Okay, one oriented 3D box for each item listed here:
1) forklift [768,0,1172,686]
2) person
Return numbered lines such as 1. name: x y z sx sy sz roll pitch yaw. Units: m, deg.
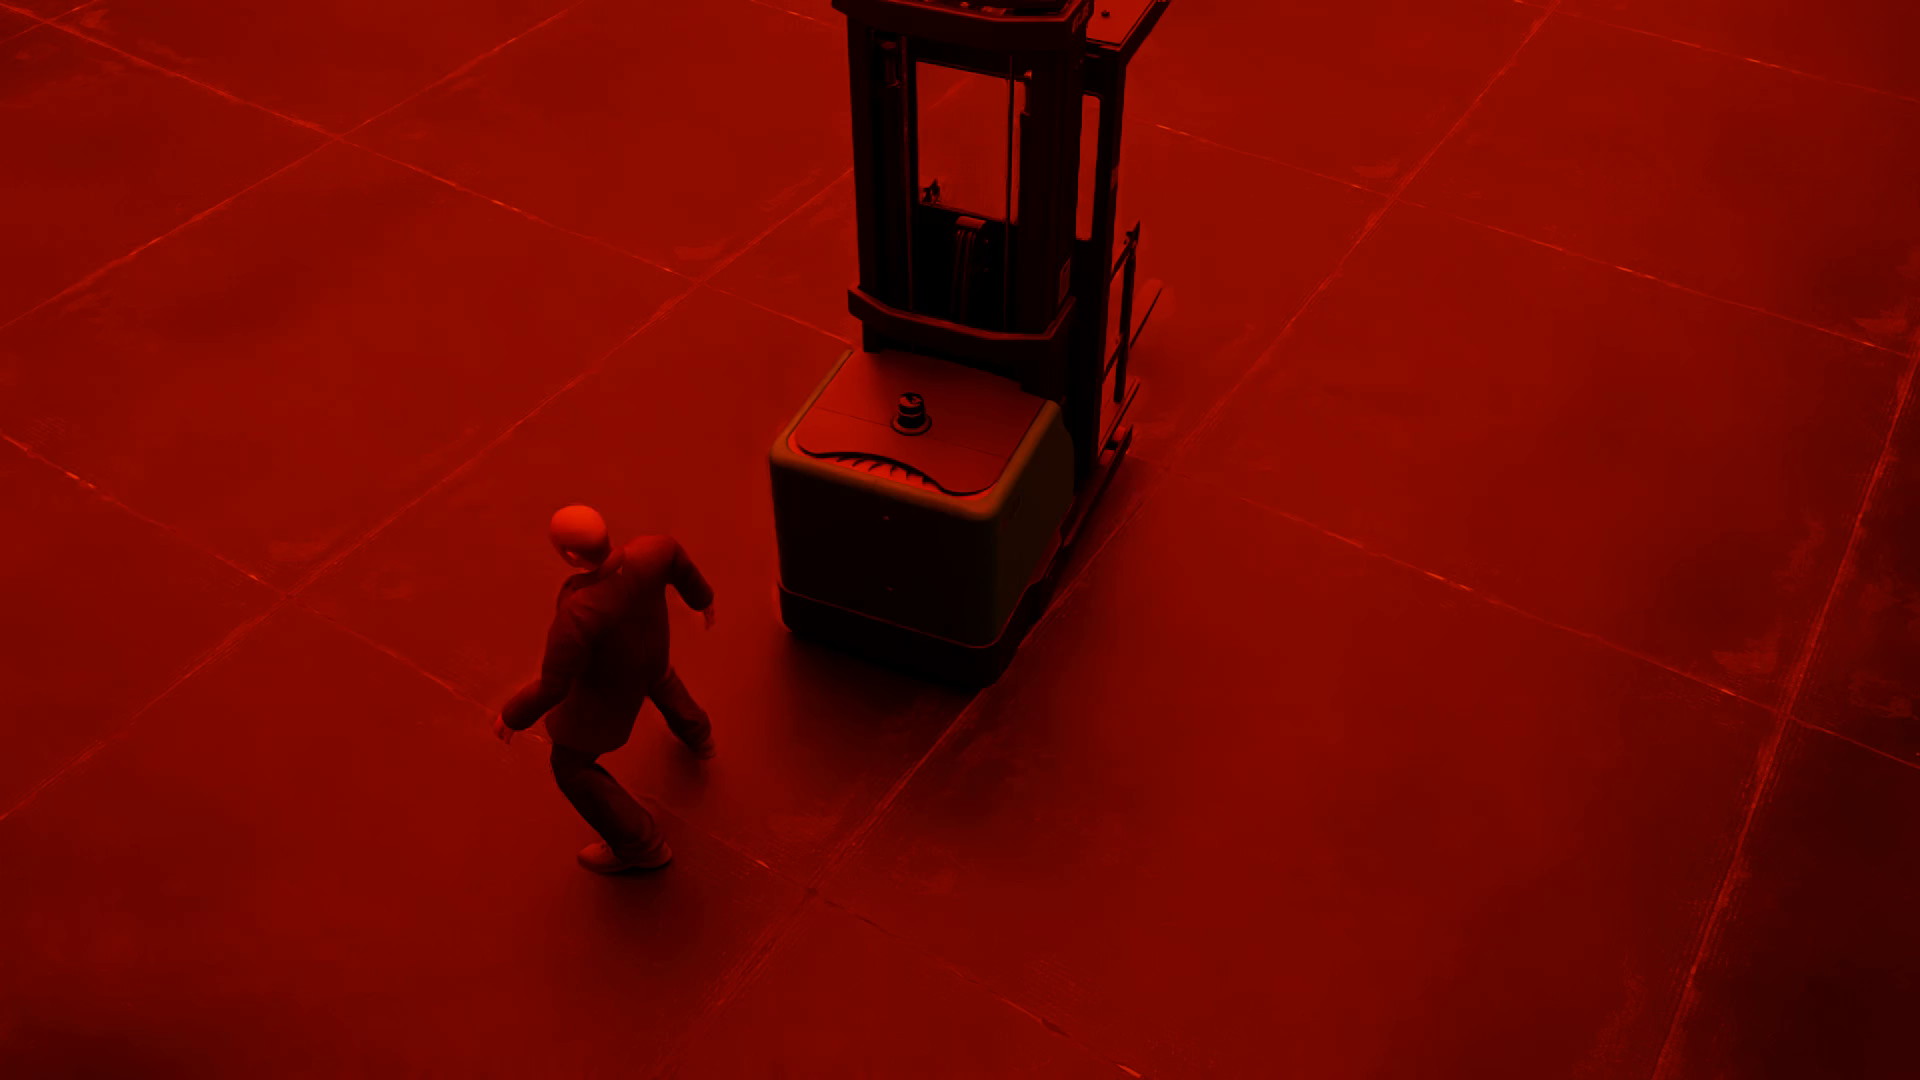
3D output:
1. forklift: 0.224 -1.456 7.385 1.130 2.935 3.031 16 46 16
2. person: -1.296 0.465 6.300 0.636 1.663 0.976 28 50 27
